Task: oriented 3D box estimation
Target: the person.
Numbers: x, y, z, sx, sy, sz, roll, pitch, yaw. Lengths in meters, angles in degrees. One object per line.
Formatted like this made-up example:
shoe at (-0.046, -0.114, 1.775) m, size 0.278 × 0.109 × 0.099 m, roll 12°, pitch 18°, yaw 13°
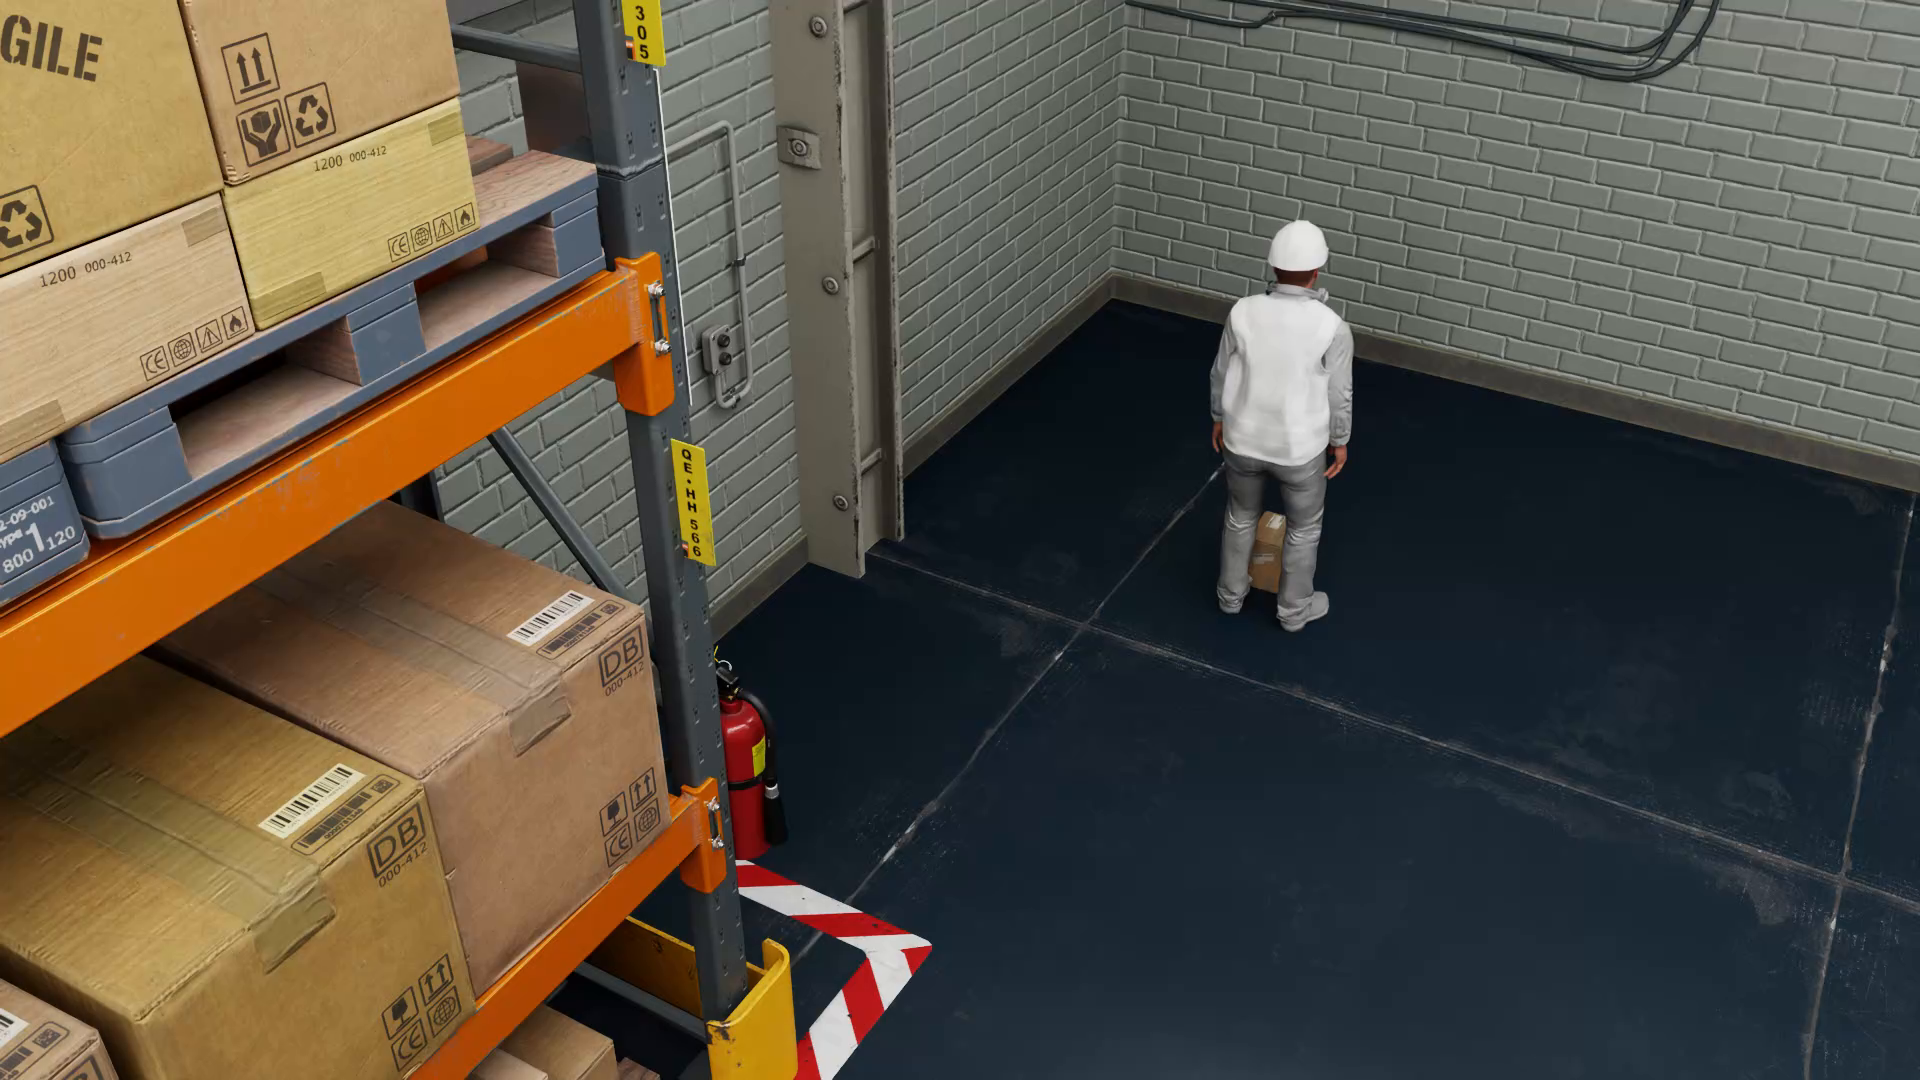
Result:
person at (1.295, -0.437, 6.770) m, size 0.582 × 1.769 × 0.465 m, roll 16°, pitch 37°, yaw 22°
